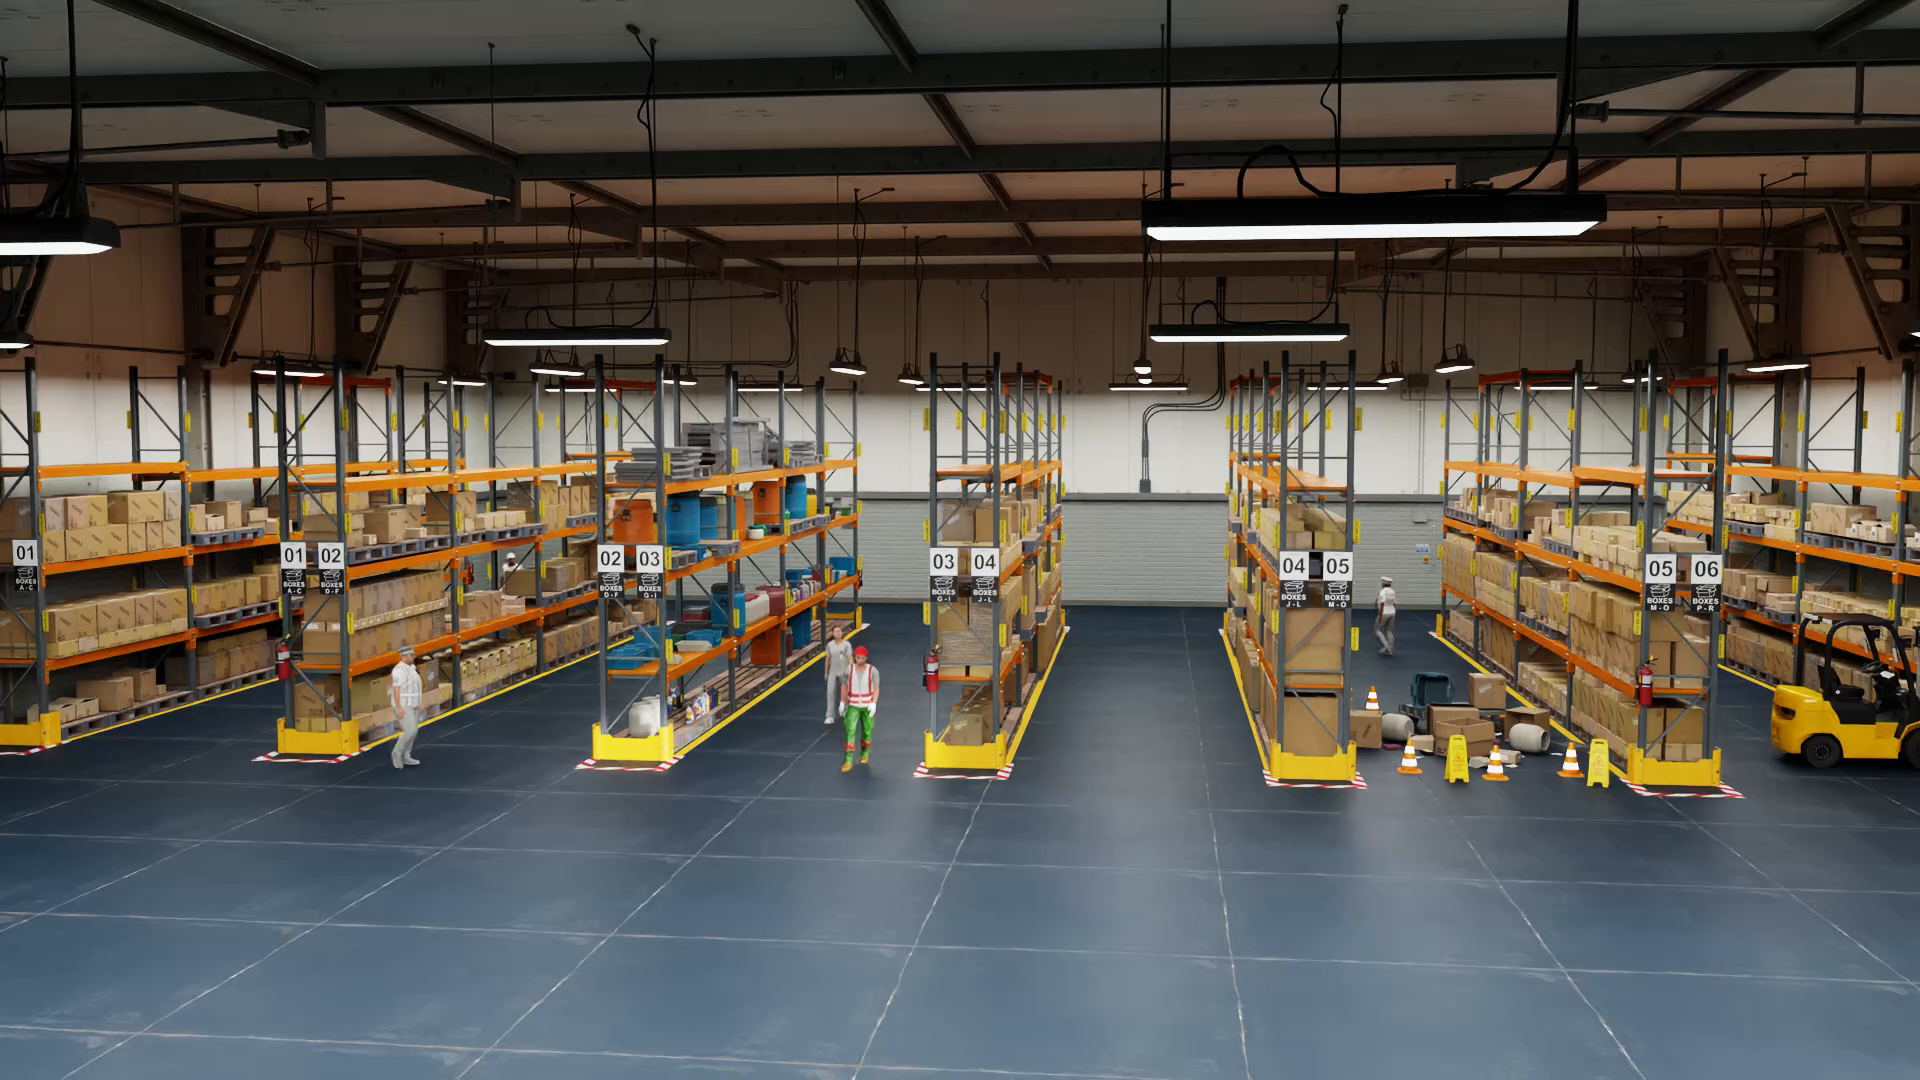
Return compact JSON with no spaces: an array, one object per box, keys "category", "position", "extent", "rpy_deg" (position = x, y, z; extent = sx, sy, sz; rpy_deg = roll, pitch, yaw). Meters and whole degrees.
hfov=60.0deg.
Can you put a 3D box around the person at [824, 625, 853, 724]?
[{"category":"person","position":[-2.030,2.223,27.704],"extent":[0.523,1.600,1.060],"rpy_deg":[1,4,9]}]

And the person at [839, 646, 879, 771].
[{"category":"person","position":[-1.448,2.403,24.009],"extent":[0.572,1.745,0.900],"rpy_deg":[0,4,-2]}]

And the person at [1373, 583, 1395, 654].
[{"category":"person","position":[9.183,1.643,35.808],"extent":[0.503,1.657,0.427],"rpy_deg":[-3,5,-33]}]

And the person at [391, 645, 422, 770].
[{"category":"person","position":[-8.013,2.409,24.127],"extent":[0.437,1.791,0.571],"rpy_deg":[1,4,11]}]

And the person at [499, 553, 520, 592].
[{"category":"person","position":[-11.132,1.191,41.309],"extent":[0.663,1.744,0.979],"rpy_deg":[-1,4,-13]}]
